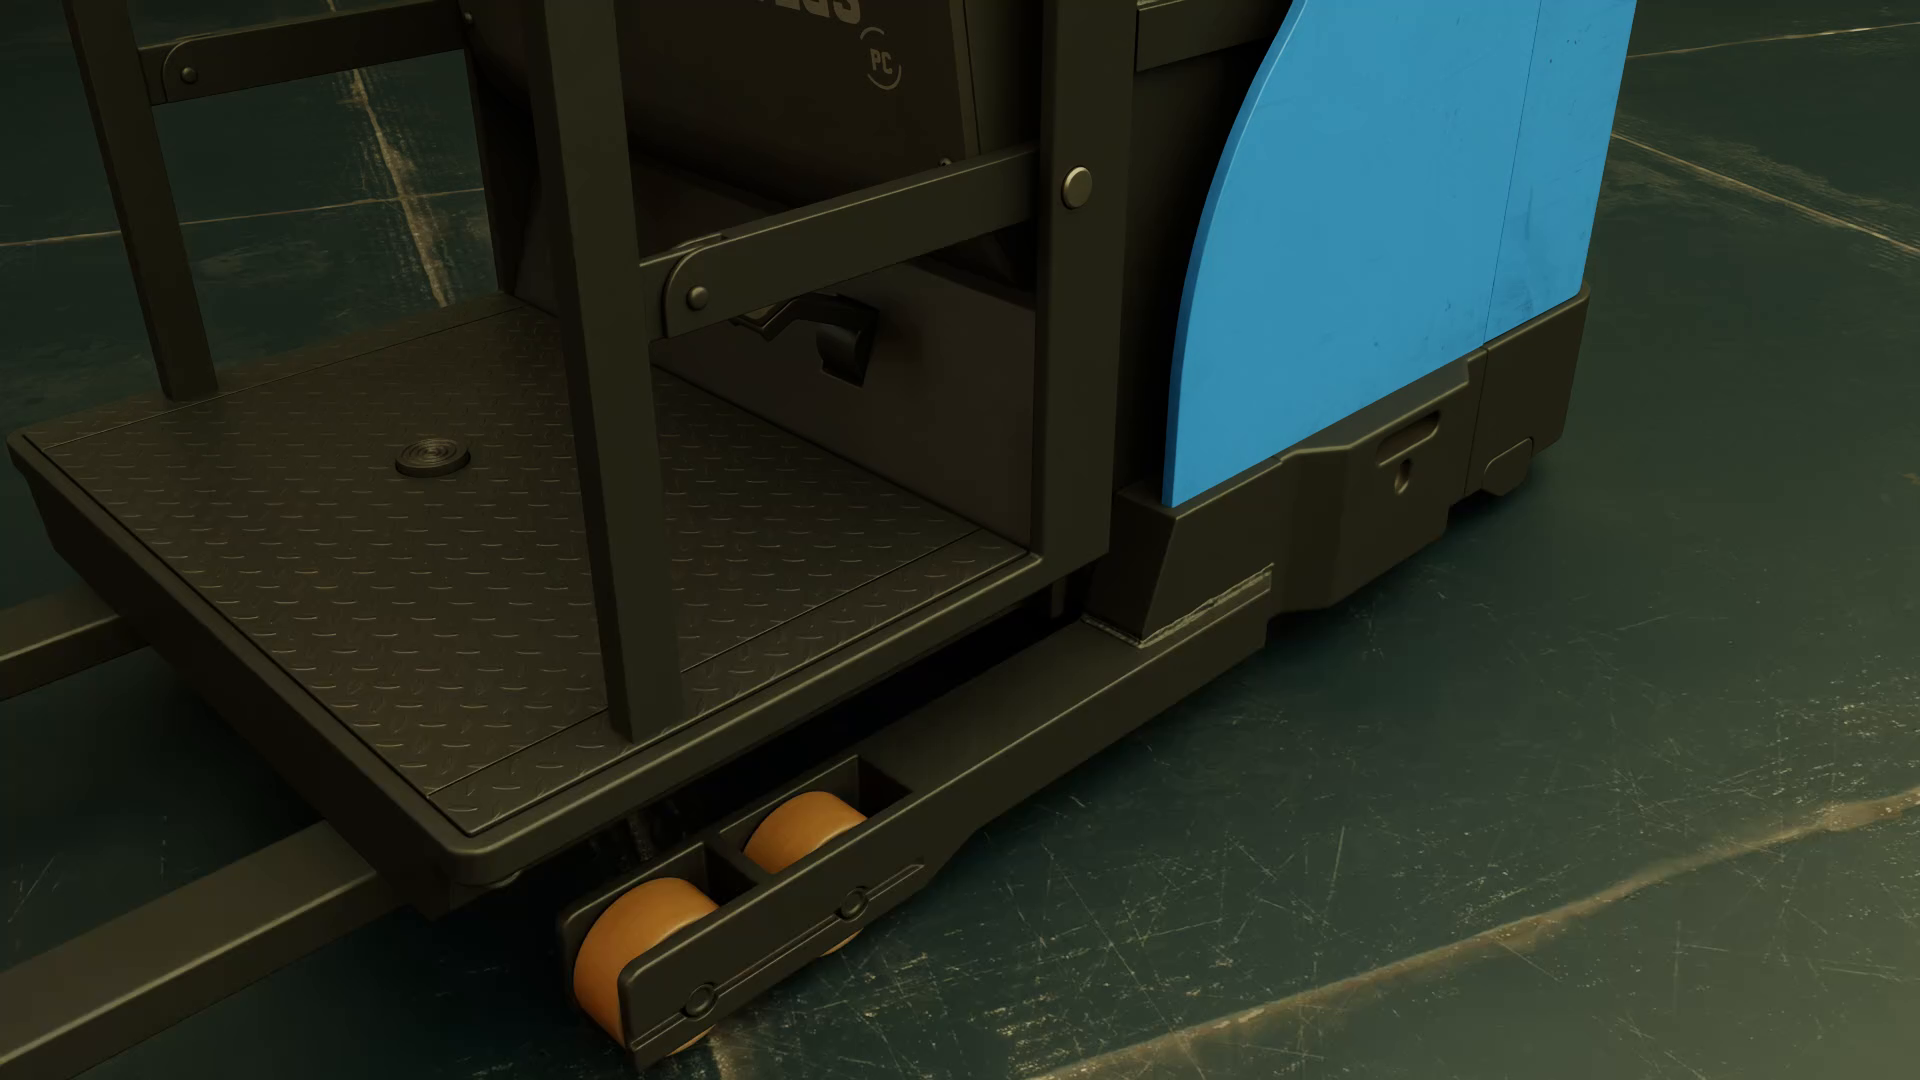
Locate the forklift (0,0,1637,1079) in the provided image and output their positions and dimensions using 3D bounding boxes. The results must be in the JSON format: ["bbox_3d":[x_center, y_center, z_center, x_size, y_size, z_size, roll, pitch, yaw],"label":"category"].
[{"bbox_3d":[-0.435,-1.063,1.405,3.031,2.935,1.130,-26,39,-37],"label":"forklift"}]
